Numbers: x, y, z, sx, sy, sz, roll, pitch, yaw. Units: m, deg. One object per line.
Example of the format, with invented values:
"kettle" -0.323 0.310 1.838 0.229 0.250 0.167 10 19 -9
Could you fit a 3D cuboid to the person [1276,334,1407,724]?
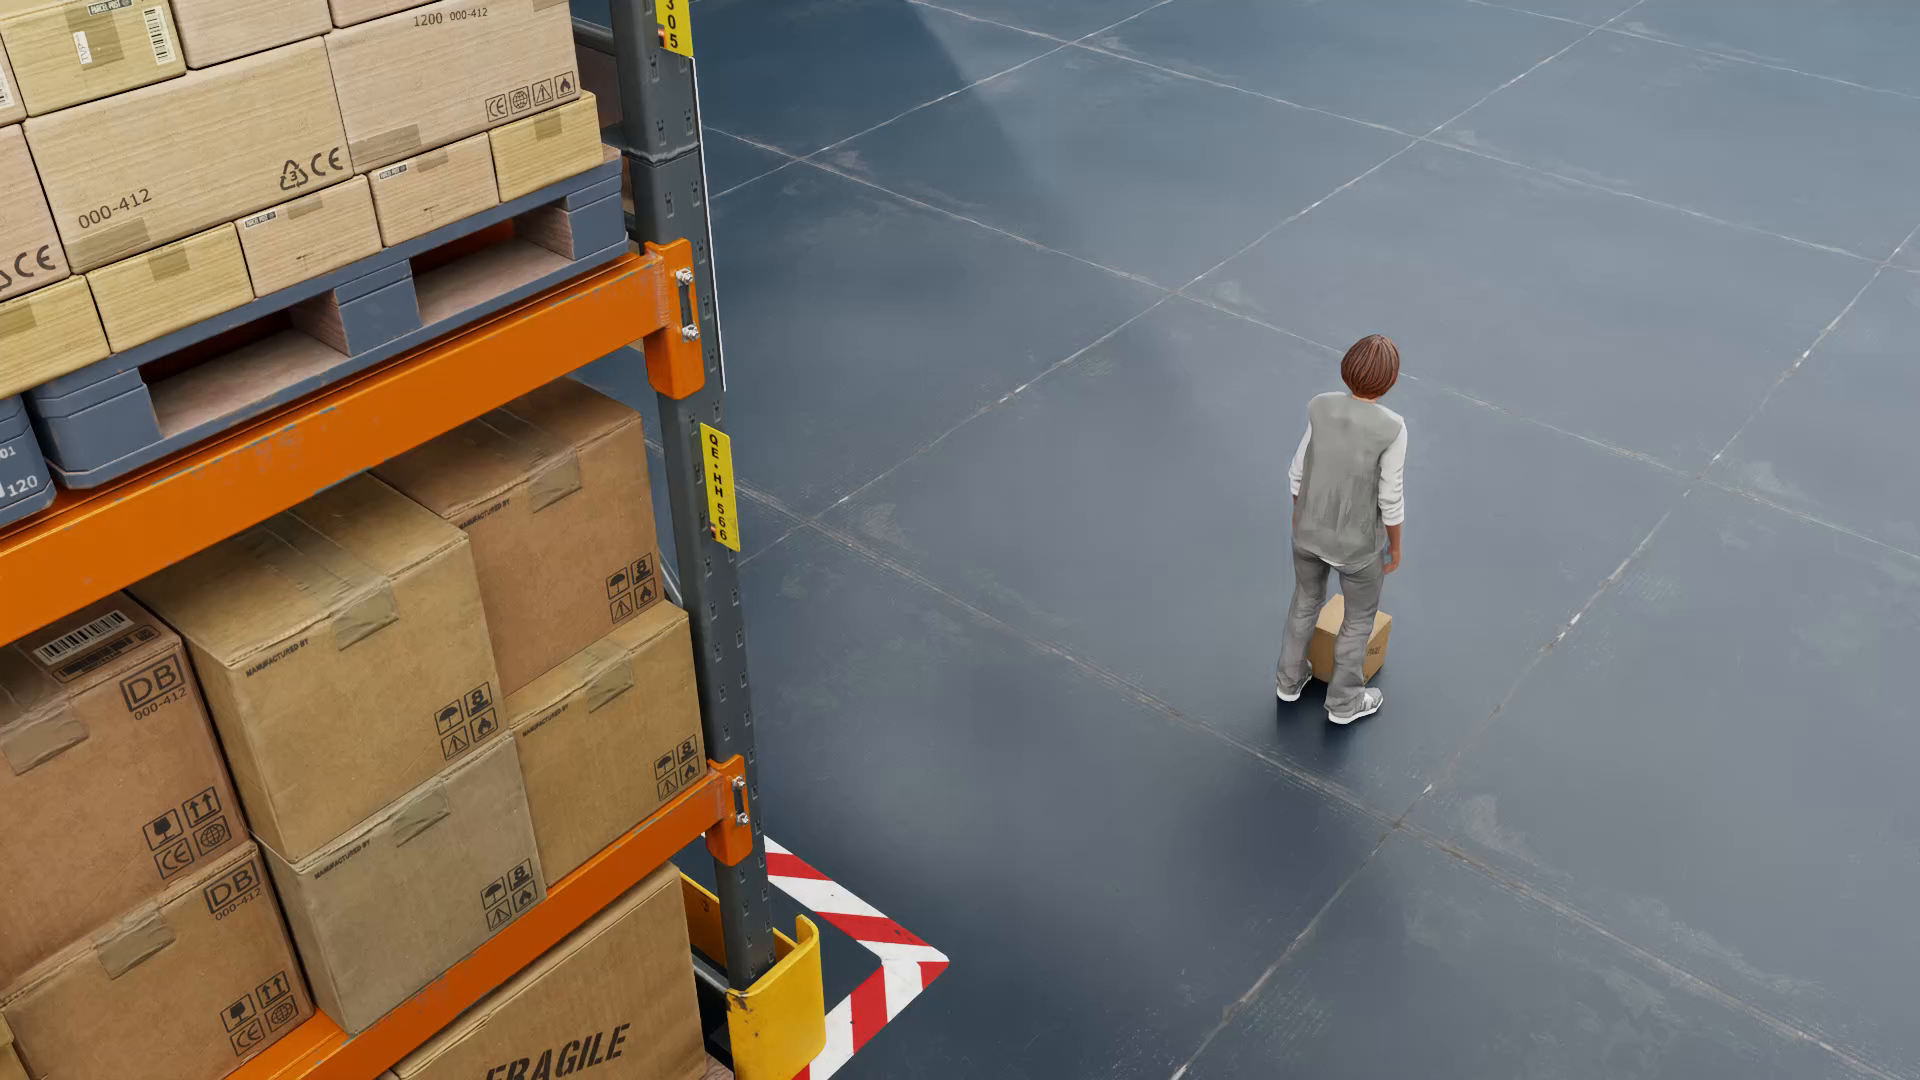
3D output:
"person" 1.417 -0.018 6.180 0.462 1.593 0.344 26 43 32
